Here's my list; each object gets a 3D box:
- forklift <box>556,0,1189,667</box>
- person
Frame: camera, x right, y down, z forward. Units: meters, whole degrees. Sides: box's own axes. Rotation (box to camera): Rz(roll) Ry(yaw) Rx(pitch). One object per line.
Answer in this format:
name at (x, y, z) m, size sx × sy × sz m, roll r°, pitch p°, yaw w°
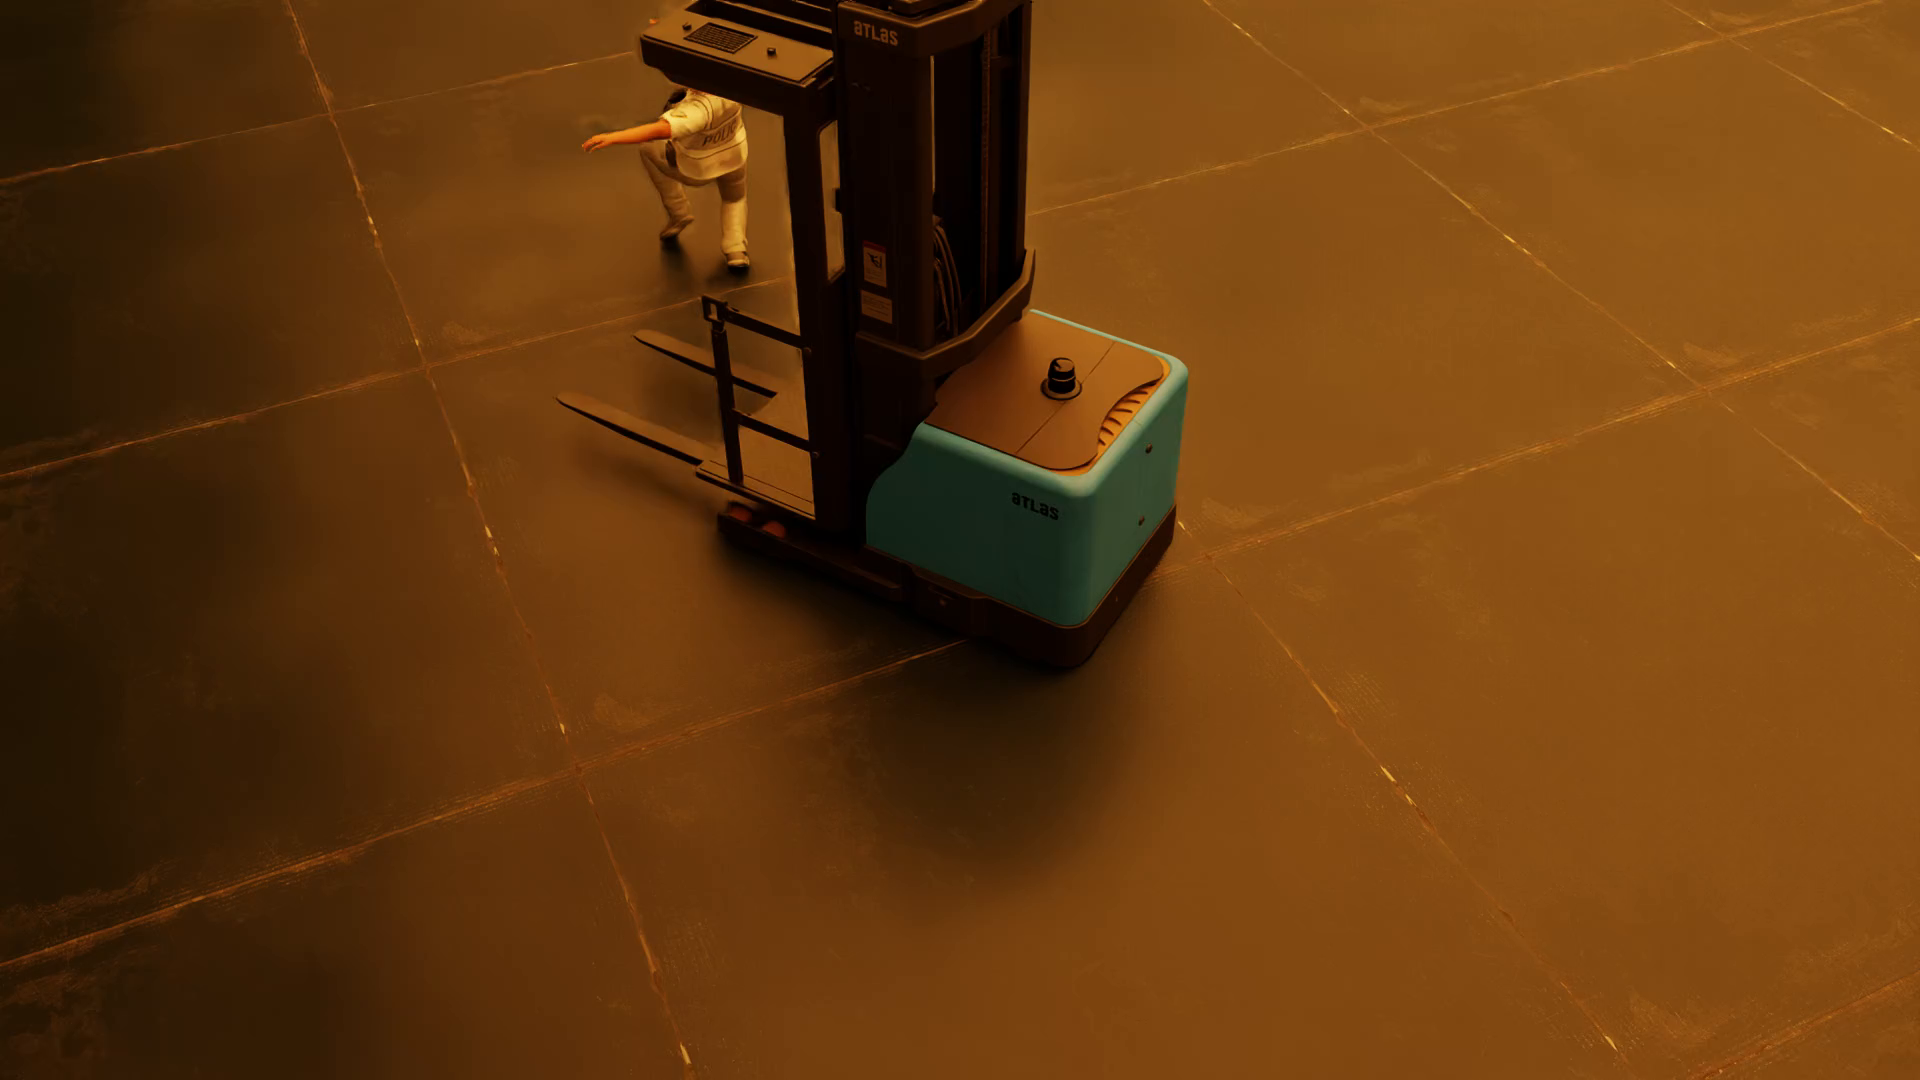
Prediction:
forklift at (-0.540, -1.283, 7.055) m, size 3.031 × 2.935 × 1.130 m, roll 22°, pitch 47°, yaw 22°
person at (-1.654, -2.109, 9.044) m, size 1.020 × 1.479 × 0.831 m, roll -24°, pitch 48°, yaw -23°
